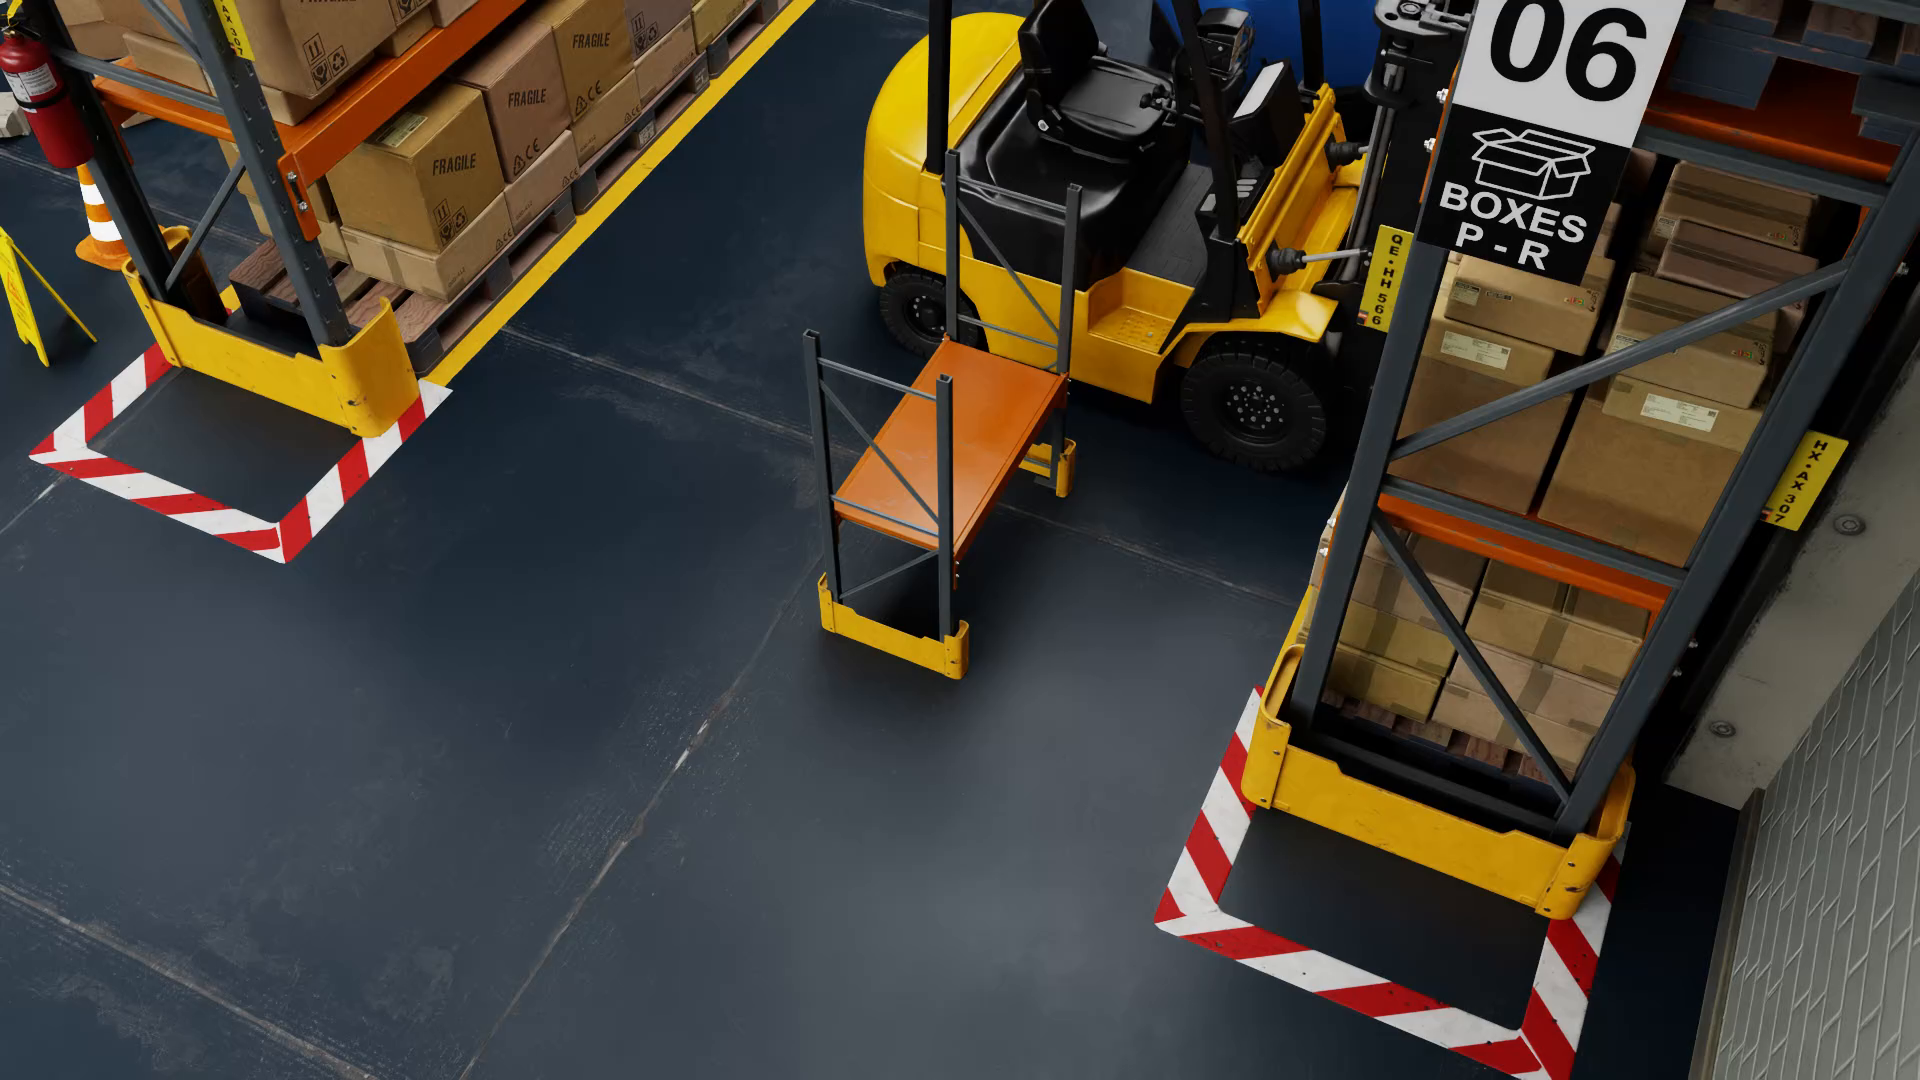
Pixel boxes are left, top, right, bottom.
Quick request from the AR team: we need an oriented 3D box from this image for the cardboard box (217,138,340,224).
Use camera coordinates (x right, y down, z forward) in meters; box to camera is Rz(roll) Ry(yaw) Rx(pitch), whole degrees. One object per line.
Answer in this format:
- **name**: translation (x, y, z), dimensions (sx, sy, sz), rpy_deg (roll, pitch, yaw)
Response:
- **cardboard box**: translation (-2.809, -1.761, 7.131), dimensions (0.500, 0.500, 0.500), rpy_deg (20, 53, 16)

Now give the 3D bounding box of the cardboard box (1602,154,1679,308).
- **cardboard box**: translation (2.450, -1.021, 5.398), dimensions (0.500, 0.500, 0.500), rpy_deg (19, 52, 16)

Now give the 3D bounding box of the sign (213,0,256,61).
- **sign**: translation (-2.425, -1.740, 5.508), dimensions (0.100, 0.325, 0.005), rpy_deg (20, 52, 16)

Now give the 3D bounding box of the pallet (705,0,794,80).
- **pallet**: translation (-1.461, -3.013, 8.990), dimensions (1.003, 0.211, 1.213), rpy_deg (20, 52, 16)

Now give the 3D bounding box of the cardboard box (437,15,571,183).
- **cardboard box**: translation (-2.092, -1.968, 7.307), dimensions (0.500, 0.500, 0.500), rpy_deg (18, 52, 15)

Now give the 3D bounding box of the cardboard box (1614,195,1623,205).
- **cardboard box**: translation (1.718, -0.941, 4.904), dimensions (0.380, 0.149, 0.250), rpy_deg (21, 53, 17)

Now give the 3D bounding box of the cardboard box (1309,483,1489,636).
- **cardboard box**: translation (1.489, -0.011, 5.478), dimensions (0.500, 0.250, 0.500), rpy_deg (21, 53, 17)

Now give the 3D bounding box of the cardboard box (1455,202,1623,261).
- **cardboard box**: translation (1.614, -0.858, 4.639), dimensions (0.380, 0.149, 0.250), rpy_deg (20, 52, 16)

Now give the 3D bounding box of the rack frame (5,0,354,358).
- **rack frame**: translation (-2.915, -1.636, 5.988), dimensions (1.000, 3.000, 0.127), rpy_deg (20, 52, 16)

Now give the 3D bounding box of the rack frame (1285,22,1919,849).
- **rack frame**: translation (1.574, -0.024, 4.616), dimensions (1.000, 3.000, 0.127), rpy_deg (20, 52, 16)

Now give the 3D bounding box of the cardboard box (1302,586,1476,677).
- **cardboard box**: translation (1.500, 0.132, 5.684), dimensions (0.500, 0.250, 0.500), rpy_deg (19, 52, 16)

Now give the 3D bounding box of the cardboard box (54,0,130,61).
- **cardboard box**: translation (-4.454, -2.860, 8.669), dimensions (0.797, 0.503, 0.637), rpy_deg (-11, 51, -9)

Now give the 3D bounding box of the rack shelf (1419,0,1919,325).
- **rack shelf**: translation (2.429, -2.140, 4.919), dimensions (1.077, 0.370, 4.000), rpy_deg (20, 52, 16)

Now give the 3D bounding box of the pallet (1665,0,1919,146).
- **pallet**: translation (1.900, -1.445, 3.914), dimensions (1.003, 0.211, 1.213), rpy_deg (20, 52, 16)

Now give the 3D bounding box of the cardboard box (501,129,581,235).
- **cardboard box**: translation (-2.096, -1.696, 7.568), dimensions (0.500, 0.250, 0.500), rpy_deg (22, 53, 17)

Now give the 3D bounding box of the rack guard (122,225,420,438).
- **rack guard**: translation (-2.883, -0.878, 6.984), dimensions (1.175, 0.500, 0.348), rpy_deg (20, 52, 16)

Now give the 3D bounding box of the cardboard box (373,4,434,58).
- **cardboard box**: translation (-2.301, -2.056, 6.510), dimensions (0.380, 0.149, 0.250), rpy_deg (18, 52, 15)

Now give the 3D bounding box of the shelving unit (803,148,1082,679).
- **shelving unit**: translation (-0.033, -0.434, 5.949), dimensions (0.587, 1.500, 1.083), rpy_deg (20, 52, 16)

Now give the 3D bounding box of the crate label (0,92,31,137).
- **crate label**: translation (-4.767, -2.113, 8.273), dimensions (0.250, 0.136, 0.298), rpy_deg (-4, 50, -3)

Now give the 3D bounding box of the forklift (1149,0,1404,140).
- **forklift**: translation (2.565, -3.466, 7.590), dimensions (3.031, 2.935, 1.130), rpy_deg (-11, 50, -9)

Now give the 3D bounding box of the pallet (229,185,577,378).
- **pallet**: translation (-2.504, -1.333, 7.560), dimensions (1.003, 0.211, 1.213), rpy_deg (20, 52, 16)

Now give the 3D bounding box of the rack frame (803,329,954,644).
- **rack frame**: translation (-0.254, -0.077, 5.646), dimensions (0.500, 1.500, 0.032), rpy_deg (20, 52, 16)

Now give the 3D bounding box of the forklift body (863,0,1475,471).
- **forklift body**: translation (0.735, -1.648, 6.555), dimensions (2.313, 2.155, 1.214), rpy_deg (20, 52, 16)

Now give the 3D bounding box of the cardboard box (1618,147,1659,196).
- **cardboard box**: translation (1.875, -1.194, 4.925), dimensions (0.380, 0.149, 0.250), rpy_deg (20, 53, 16)

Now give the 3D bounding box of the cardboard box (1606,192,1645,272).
- **cardboard box**: translation (1.777, -0.835, 5.240), dimensions (0.500, 0.500, 0.500), rpy_deg (21, 53, 17)

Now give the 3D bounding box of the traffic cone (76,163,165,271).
- **traffic cone**: translation (-3.898, -1.530, 7.563), dimensions (0.336, 0.463, 0.334), rpy_deg (20, 52, 16)

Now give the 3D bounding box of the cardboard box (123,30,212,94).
- **cardboard box**: translation (-2.949, -1.882, 6.362), dimensions (0.380, 0.149, 0.250), rpy_deg (21, 53, 17)

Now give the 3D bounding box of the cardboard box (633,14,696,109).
- **cardboard box**: translation (-1.656, -2.422, 8.186), dimensions (0.500, 0.250, 0.500), rpy_deg (21, 53, 17)

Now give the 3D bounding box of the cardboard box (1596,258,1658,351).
- **cardboard box**: translation (2.002, -0.606, 4.620), dimensions (0.380, 0.149, 0.250), rpy_deg (20, 52, 16)

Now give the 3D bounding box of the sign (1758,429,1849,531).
- **sign**: translation (2.073, -0.145, 4.099), dimensions (0.100, 0.325, 0.005), rpy_deg (20, 52, 16)

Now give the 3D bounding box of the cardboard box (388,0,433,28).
- **cardboard box**: translation (-2.244, -2.359, 6.341), dimensions (0.500, 0.500, 0.500), rpy_deg (21, 53, 17)

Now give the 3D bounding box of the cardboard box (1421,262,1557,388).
- **cardboard box**: translation (1.469, -0.596, 4.611), dimensions (0.380, 0.149, 0.250), rpy_deg (21, 53, 17)

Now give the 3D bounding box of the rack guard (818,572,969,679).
- **rack guard**: translation (-0.245, 0.314, 6.133), dimensions (0.587, 0.250, 0.087), rpy_deg (20, 52, 16)

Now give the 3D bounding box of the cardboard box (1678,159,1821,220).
- **cardboard box**: translation (2.272, -1.046, 4.798), dimensions (0.380, 0.149, 0.250), rpy_deg (20, 53, 16)

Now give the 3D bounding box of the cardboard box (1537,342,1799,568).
- **cardboard box**: translation (2.037, -0.307, 4.791), dimensions (0.500, 0.500, 0.500), rpy_deg (21, 53, 17)

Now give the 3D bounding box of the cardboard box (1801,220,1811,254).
- **cardboard box**: translation (2.285, -0.943, 4.907), dimensions (0.380, 0.149, 0.250), rpy_deg (18, 52, 15)

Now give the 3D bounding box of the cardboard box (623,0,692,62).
- **cardboard box**: translation (-1.649, -2.681, 7.914), dimensions (0.500, 0.500, 0.500), rpy_deg (22, 53, 18)

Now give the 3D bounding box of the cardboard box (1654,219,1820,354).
- **cardboard box**: translation (2.081, -0.687, 4.493), dimensions (0.380, 0.149, 0.250), rpy_deg (21, 53, 17)

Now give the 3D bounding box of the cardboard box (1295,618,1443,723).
- **cardboard box**: translation (1.489, 0.305, 5.866), dimensions (0.500, 0.250, 0.500), rpy_deg (20, 53, 16)

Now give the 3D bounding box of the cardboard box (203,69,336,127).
- **cardboard box**: translation (-2.583, -1.721, 6.225), dimensions (0.380, 0.149, 0.250), rpy_deg (20, 52, 16)
